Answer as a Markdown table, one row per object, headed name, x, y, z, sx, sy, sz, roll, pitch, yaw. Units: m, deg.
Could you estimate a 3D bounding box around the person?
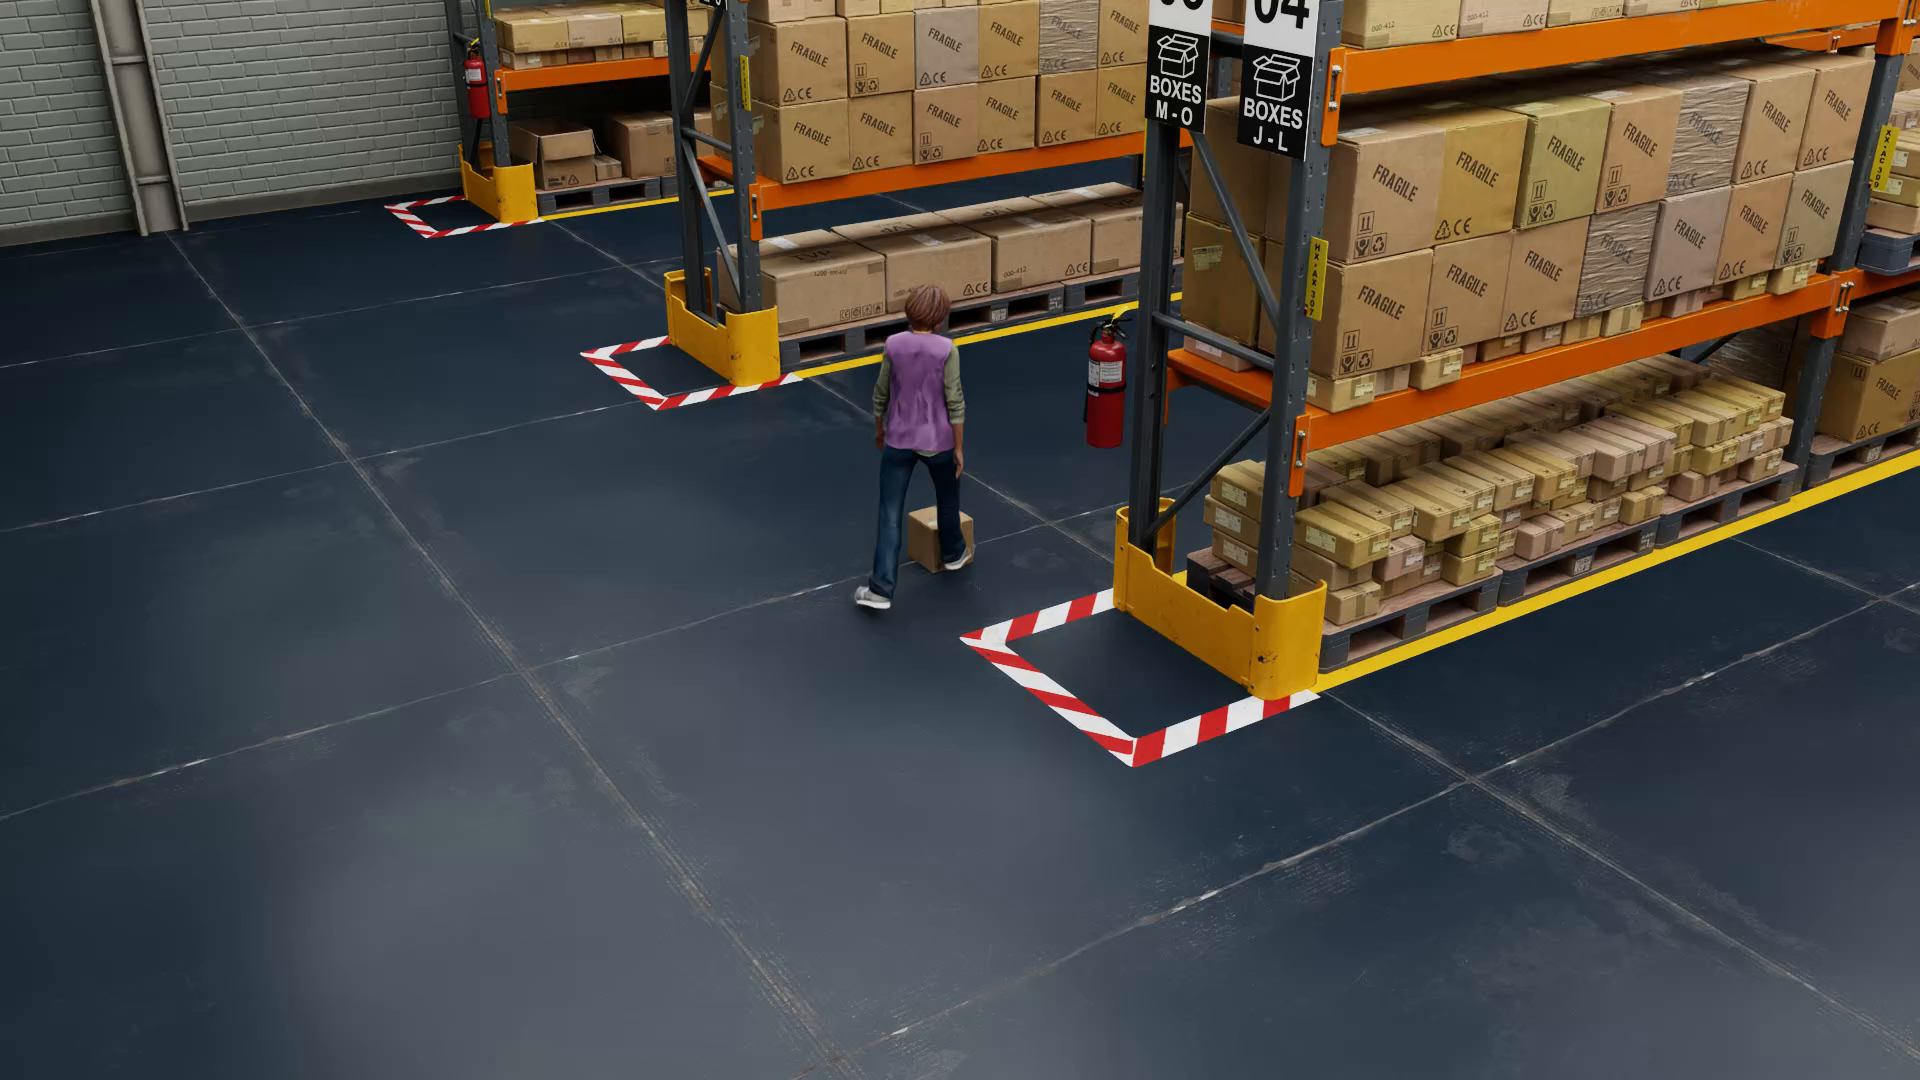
| name | x | y | z | sx | sy | sz | roll | pitch | yaw |
| --- | --- | --- | --- | --- | --- | --- | --- | --- | --- |
| person | -0.228 | -0.475 | 8.125 | 0.551 | 1.546 | 0.846 | 2 | 26 | 5 |
